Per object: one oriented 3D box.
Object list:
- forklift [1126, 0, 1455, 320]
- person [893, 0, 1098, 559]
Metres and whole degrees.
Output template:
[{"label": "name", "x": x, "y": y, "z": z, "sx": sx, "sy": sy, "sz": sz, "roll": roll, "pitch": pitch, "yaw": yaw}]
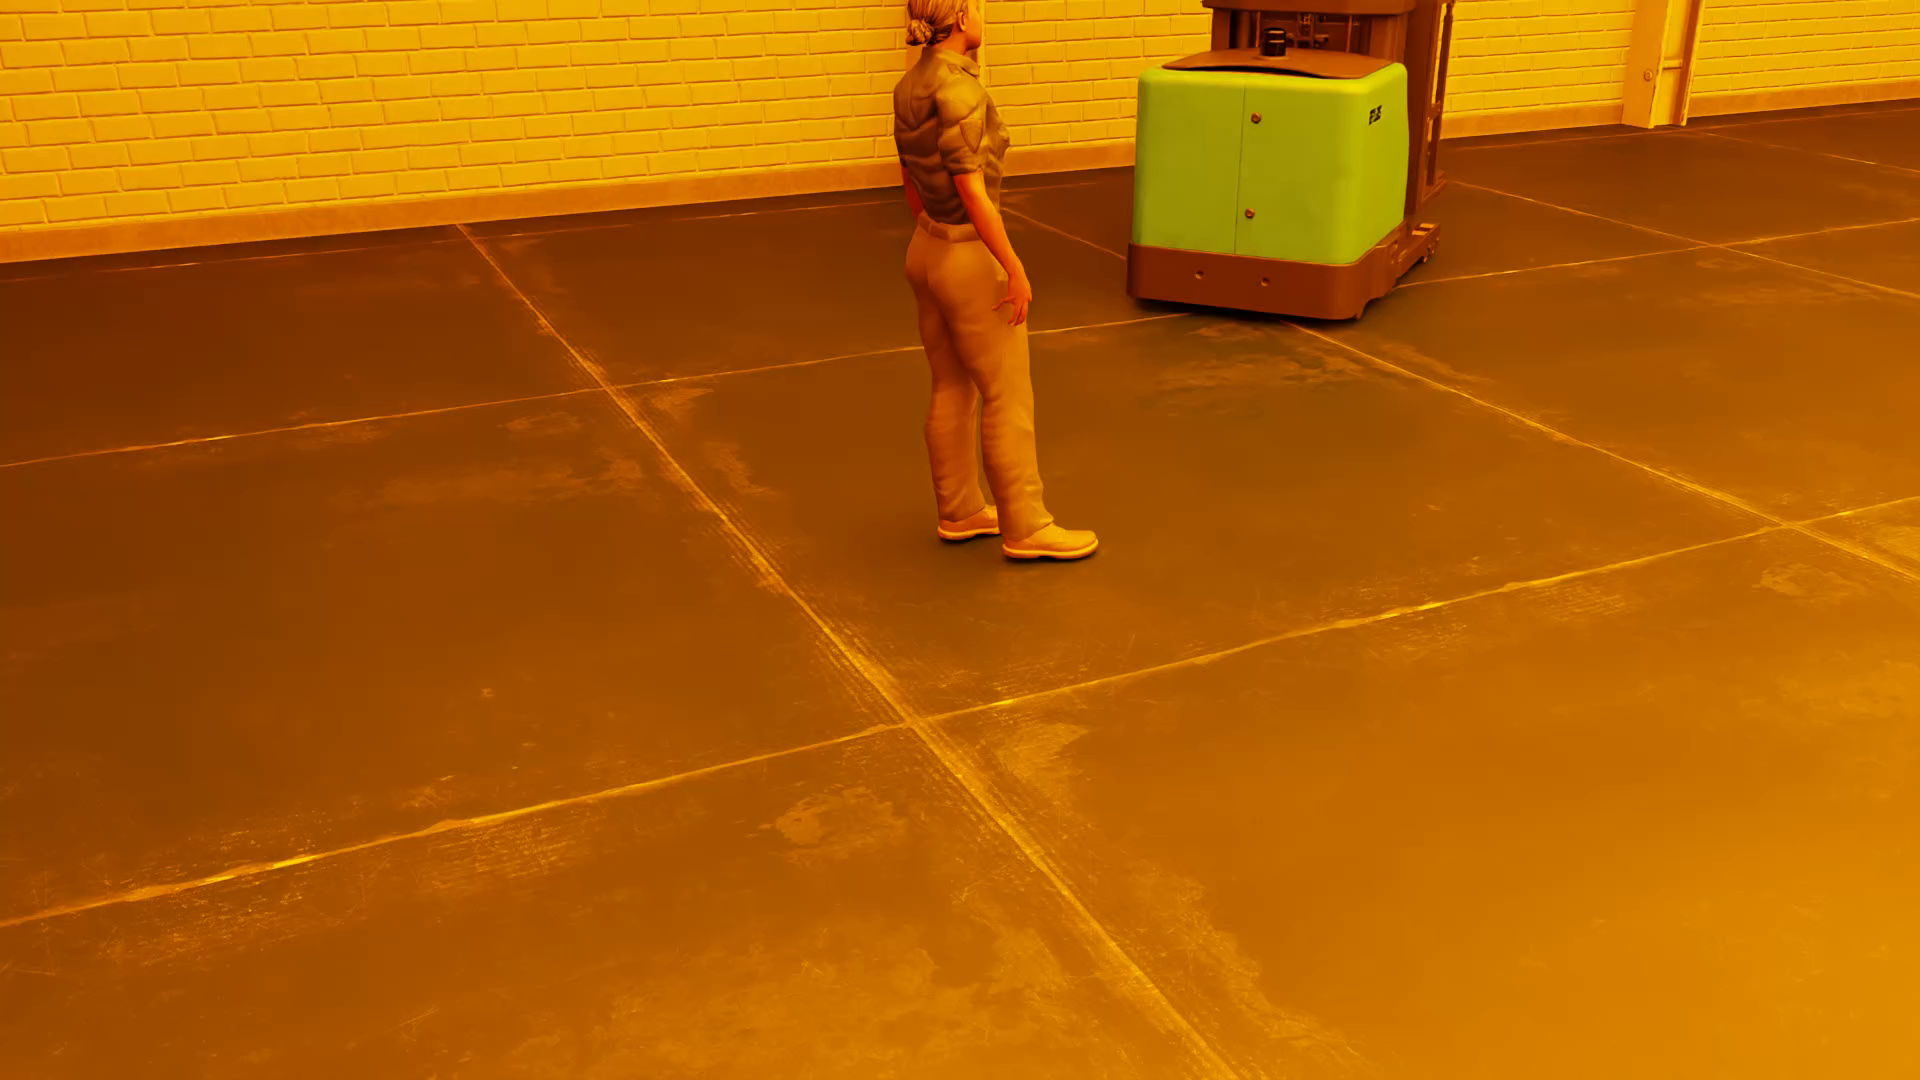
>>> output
[{"label": "forklift", "x": 1.864, "y": -2.839, "z": 8.121, "sx": 1.130, "sy": 2.935, "sz": 3.031, "roll": 11, "pitch": 25, "yaw": 24}, {"label": "person", "x": 0.088, "y": -0.778, "z": 4.804, "sx": 0.503, "sy": 1.656, "sz": 0.569, "roll": -10, "pitch": 25, "yaw": -23}]
